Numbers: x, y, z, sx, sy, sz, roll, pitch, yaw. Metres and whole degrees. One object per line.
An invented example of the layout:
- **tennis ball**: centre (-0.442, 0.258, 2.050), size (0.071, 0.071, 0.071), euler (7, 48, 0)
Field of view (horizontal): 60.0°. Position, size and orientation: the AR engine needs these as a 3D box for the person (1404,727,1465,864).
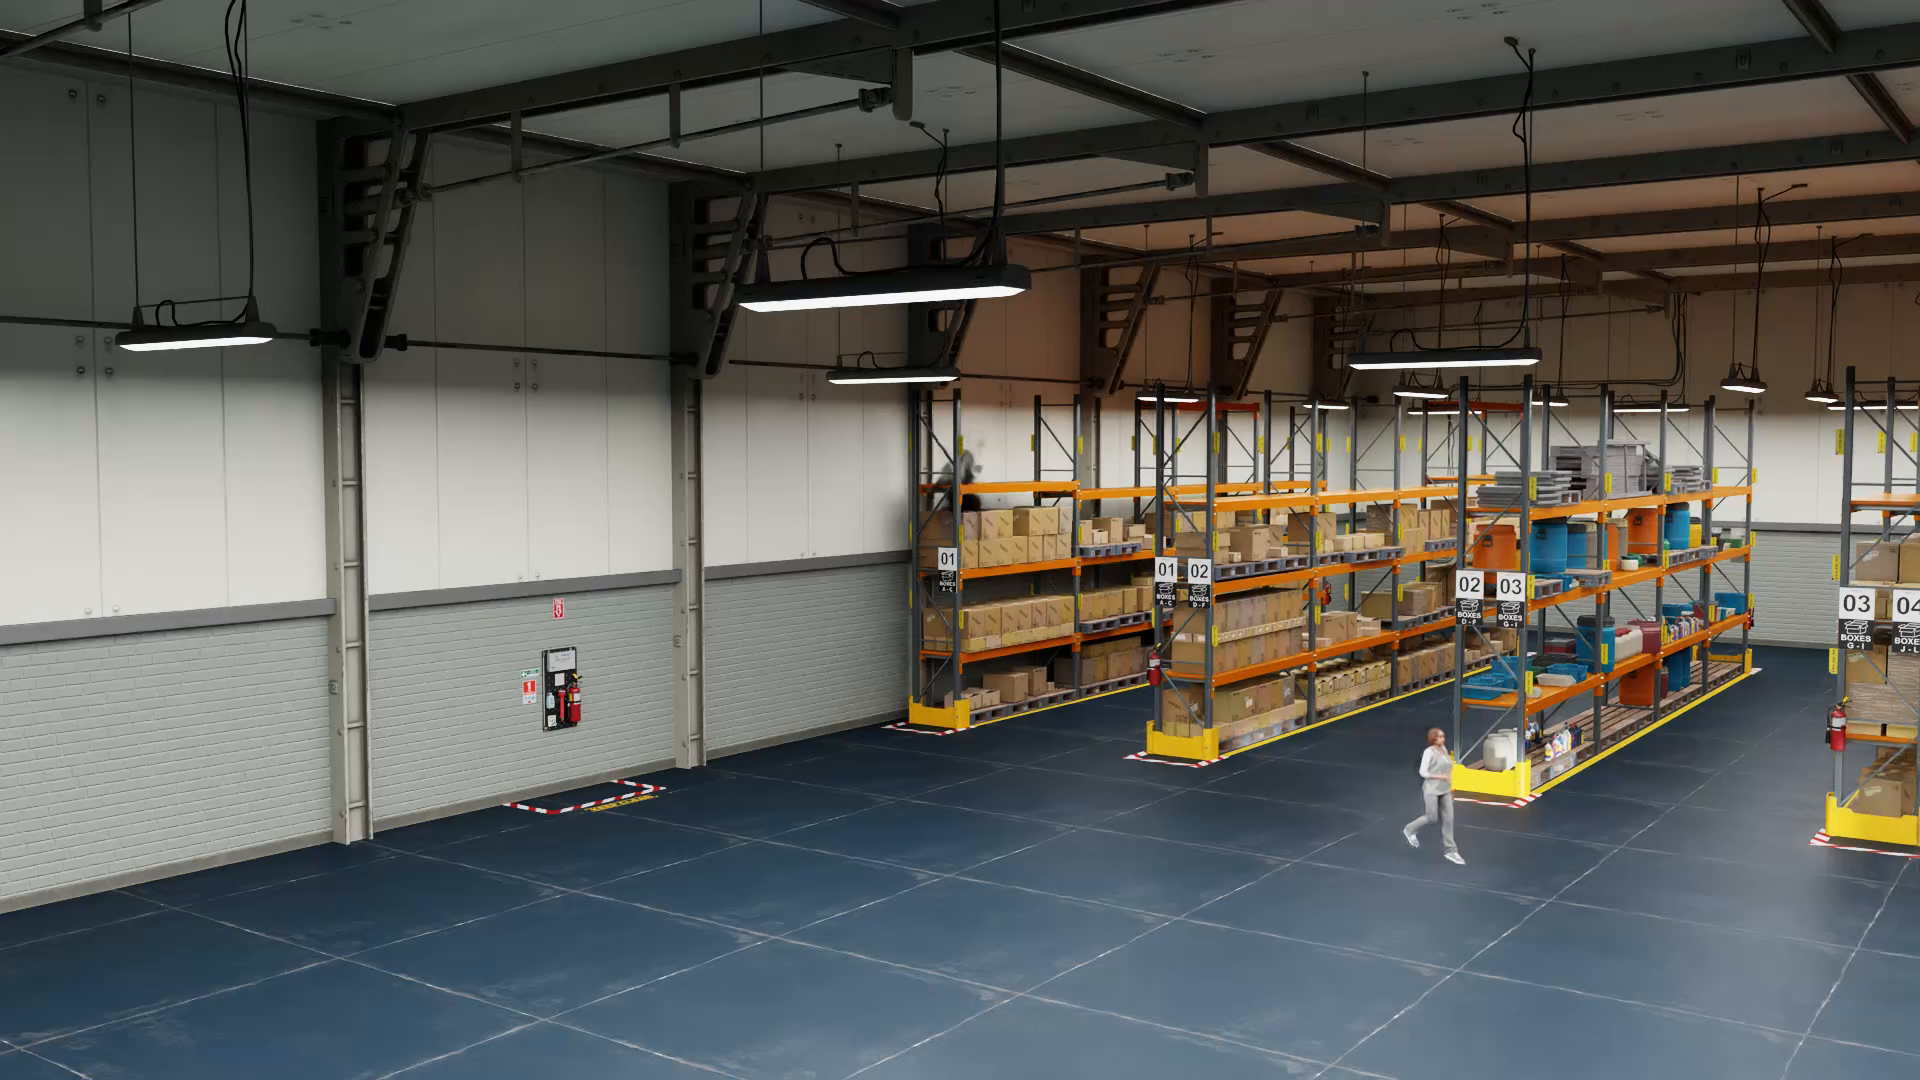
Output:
- **person**: centre (5.738, 3.053, 20.026), size (0.538, 1.577, 0.847), euler (-2, 4, -33)
